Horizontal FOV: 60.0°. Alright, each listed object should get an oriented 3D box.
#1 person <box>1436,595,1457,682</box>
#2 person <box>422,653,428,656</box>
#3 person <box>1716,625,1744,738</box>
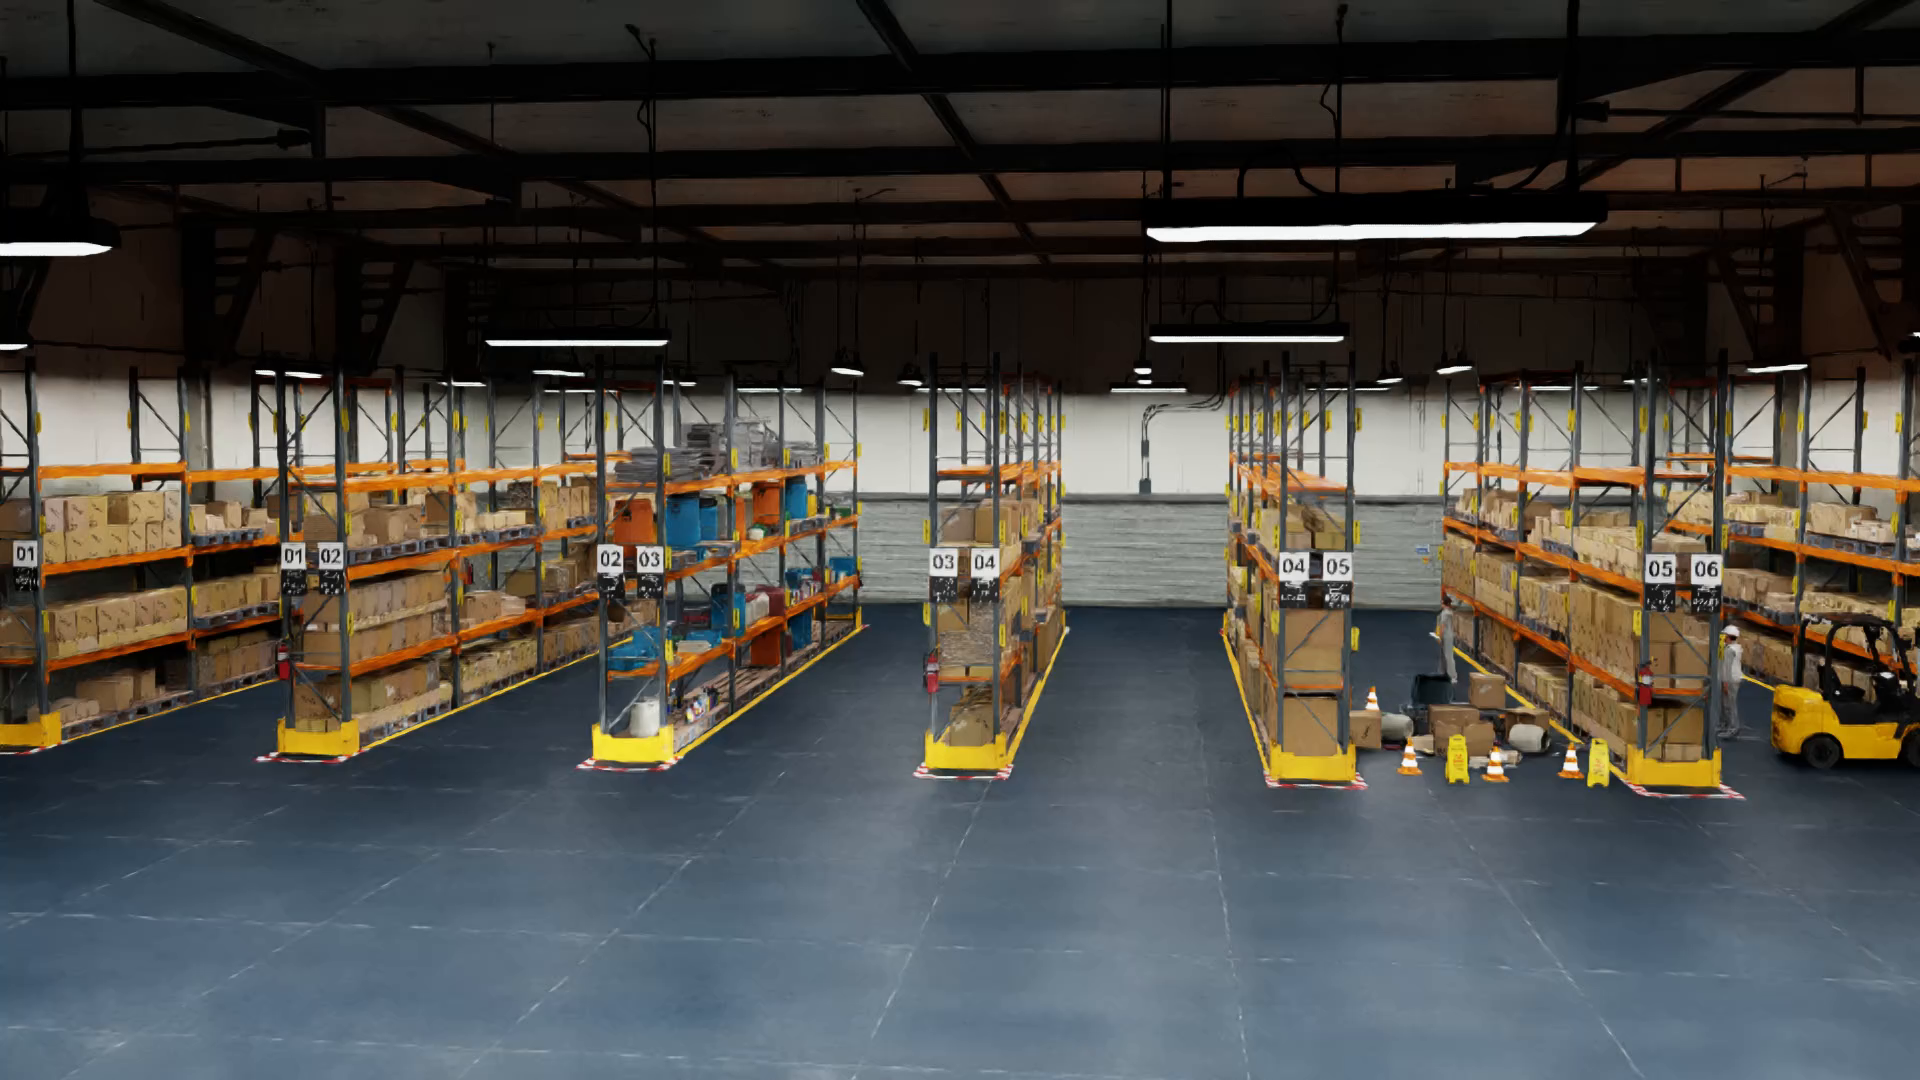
[{"bbox_3d":[9.334,1.887,32.049,0.575,1.665,0.573,3,5,32],"label":"person"},{"bbox_3d":[-11.472,1.663,35.268,0.684,1.709,0.822,1,4,12],"label":"person"},{"bbox_3d":[12.188,2.233,26.458,0.502,1.774,0.582,3,5,40],"label":"person"}]
